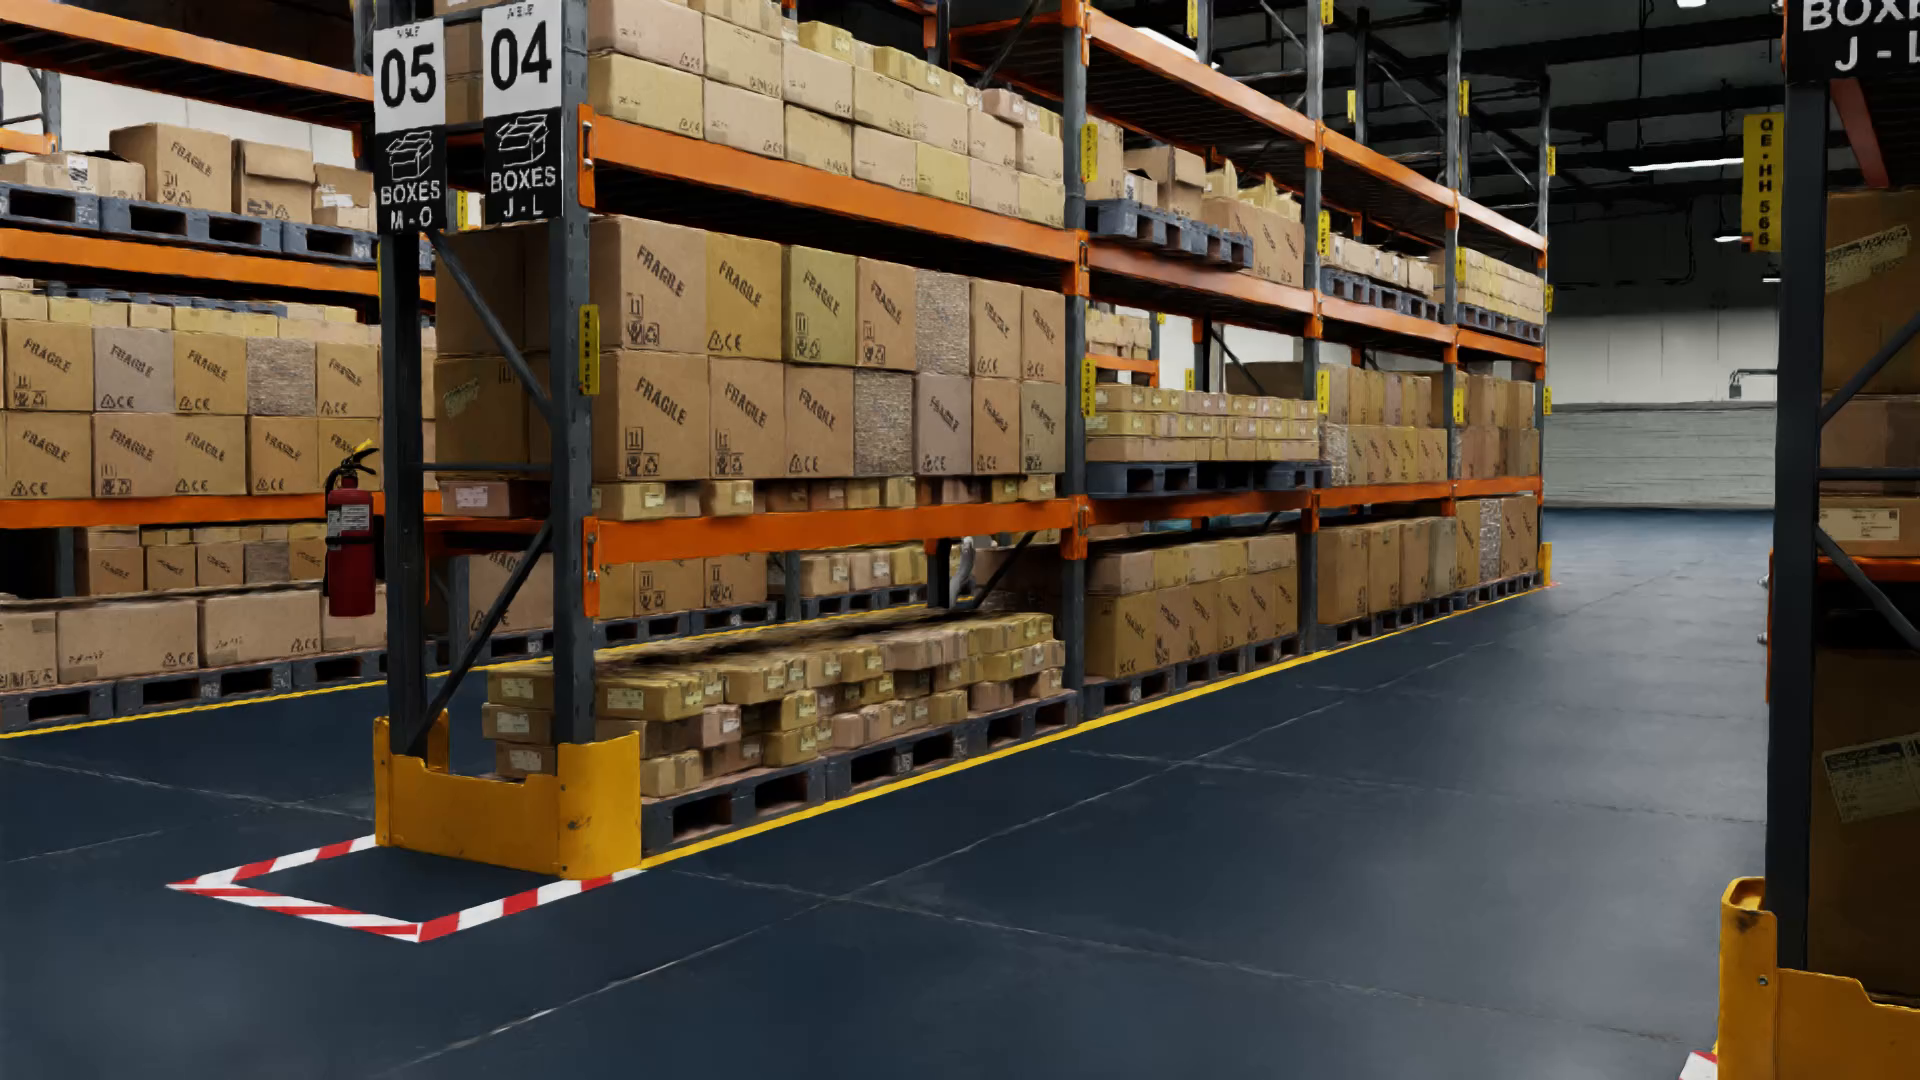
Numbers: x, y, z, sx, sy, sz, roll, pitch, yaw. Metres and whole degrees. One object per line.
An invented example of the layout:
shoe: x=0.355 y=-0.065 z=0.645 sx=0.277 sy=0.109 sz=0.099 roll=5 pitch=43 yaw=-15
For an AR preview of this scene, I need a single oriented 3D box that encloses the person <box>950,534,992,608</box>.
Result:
person: x=0.135 y=-0.062 z=15.155 sx=0.614 sy=1.671 sz=0.589 roll=0 pitch=3 yaw=-4
